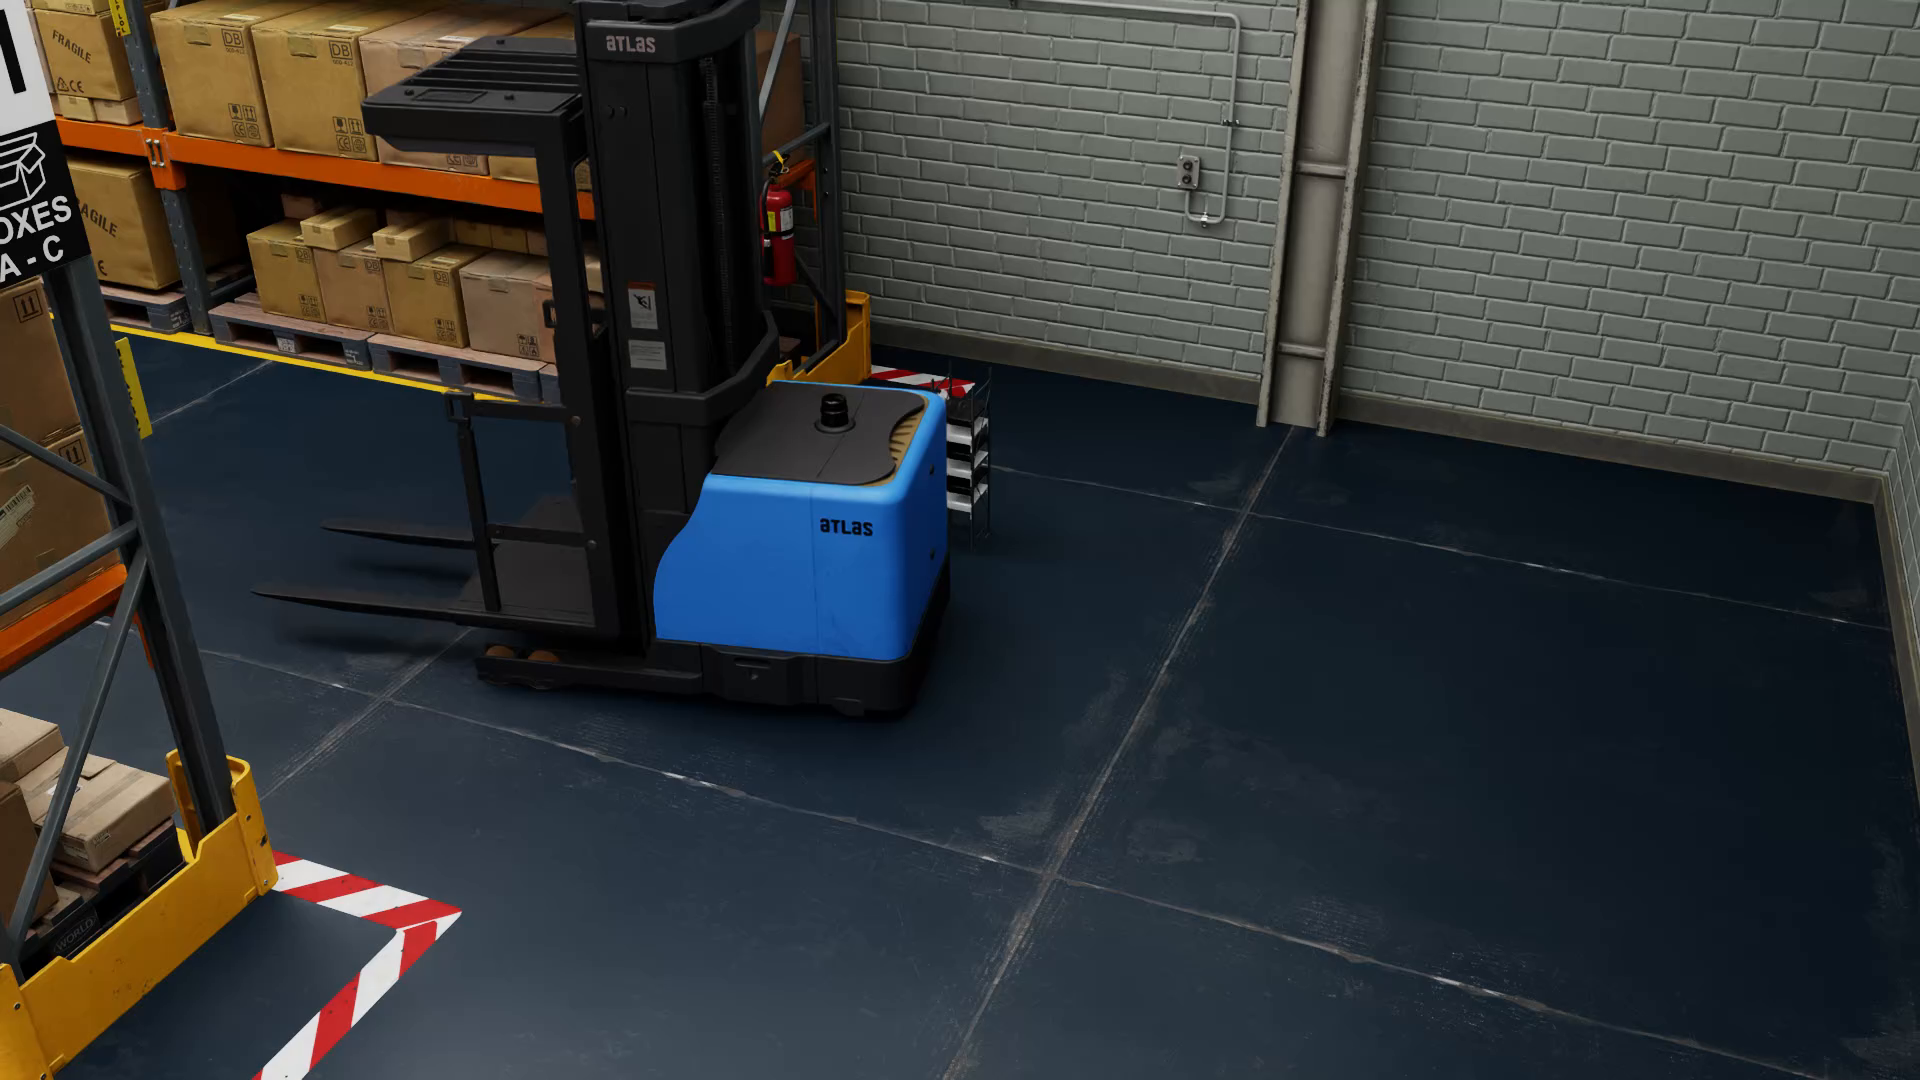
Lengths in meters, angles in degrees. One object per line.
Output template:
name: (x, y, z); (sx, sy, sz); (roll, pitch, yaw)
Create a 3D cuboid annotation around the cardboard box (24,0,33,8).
cardboard box: (-5.619, -3.409, 10.046); (0.500, 0.250, 0.500); (12, 32, 20)

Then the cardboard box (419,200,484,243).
cardboard box: (-3.058, -1.949, 10.104); (0.250, 0.149, 0.380); (12, 31, 20)

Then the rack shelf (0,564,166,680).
rack shelf: (-4.626, 0.111, 5.737); (4.000, 0.370, 1.077); (11, 31, 19)

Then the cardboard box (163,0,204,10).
cardboard box: (-4.952, -3.213, 10.463); (0.500, 0.500, 0.500); (10, 31, 17)

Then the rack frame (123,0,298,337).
rack frame: (-4.620, -2.832, 10.212); (0.127, 3.000, 1.000); (11, 31, 19)

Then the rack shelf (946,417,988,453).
rack shelf: (0.008, -0.518, 7.954); (0.200, 0.077, 0.258); (11, 31, 19)

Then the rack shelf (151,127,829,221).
rack shelf: (-2.767, -2.149, 9.734); (4.000, 0.370, 1.077); (11, 31, 19)

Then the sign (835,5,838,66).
sign: (-0.699, -2.755, 9.116); (0.005, 0.325, 0.100); (11, 31, 19)

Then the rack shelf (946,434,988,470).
rack shelf: (0.008, -0.440, 7.998); (0.200, 0.077, 0.258); (11, 31, 19)

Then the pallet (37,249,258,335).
pallet: (-5.364, -1.726, 11.089); (1.213, 0.211, 1.003); (11, 31, 19)

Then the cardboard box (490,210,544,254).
cardboard box: (-2.584, -1.854, 9.937); (0.250, 0.149, 0.380); (12, 31, 20)

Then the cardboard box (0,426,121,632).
cardboard box: (-3.085, -0.078, 5.238); (0.500, 0.500, 0.500); (12, 32, 20)

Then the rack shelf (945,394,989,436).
rack shelf: (0.008, -0.596, 7.909); (0.200, 0.077, 0.258); (11, 31, 19)

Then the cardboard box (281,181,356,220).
cardboard box: (-4.025, -2.141, 10.444); (0.250, 0.149, 0.380); (11, 31, 19)

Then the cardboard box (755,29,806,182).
cardboard box: (-1.390, -2.312, 8.987); (0.700, 0.700, 0.980); (13, 32, 21)

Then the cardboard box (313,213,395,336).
cardboard box: (-3.502, -1.647, 10.229); (0.500, 0.500, 0.700); (11, 31, 19)

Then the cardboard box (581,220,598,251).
cardboard box: (-2.110, -1.761, 9.771); (0.250, 0.149, 0.380); (12, 31, 20)

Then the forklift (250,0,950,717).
forklift: (-1.613, -0.885, 6.837); (3.031, 2.935, 1.130); (5, 30, 9)

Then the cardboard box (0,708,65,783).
cardboard box: (-3.633, 0.851, 6.044); (0.500, 0.250, 0.500); (11, 31, 19)

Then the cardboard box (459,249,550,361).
cardboard box: (-2.530, -1.456, 9.890); (0.500, 0.500, 0.700); (10, 31, 17)

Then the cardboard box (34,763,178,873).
cardboard box: (-3.031, 0.983, 5.913); (0.250, 0.149, 0.380); (11, 31, 19)

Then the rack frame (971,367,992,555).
rack frame: (0.102, -0.371, 7.993); (0.006, 0.900, 0.240); (11, 31, 19)

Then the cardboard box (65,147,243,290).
cardboard box: (-5.271, -2.140, 10.745); (0.750, 0.750, 0.750); (12, 32, 20)

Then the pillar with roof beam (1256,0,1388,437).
pillar with roof beam: (0.295, -2.635, 3.767); (0.400, 9.000, 9.100); (11, 31, 19)

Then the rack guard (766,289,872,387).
rack guard: (-0.891, -0.999, 9.509); (0.348, 0.500, 1.175); (11, 31, 19)

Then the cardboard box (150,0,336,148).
cardboard box: (-4.124, -2.855, 9.947); (0.700, 0.700, 0.980); (12, 32, 20)

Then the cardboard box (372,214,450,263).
cardboard box: (-3.233, -1.781, 9.806); (0.250, 0.149, 0.380); (10, 31, 18)

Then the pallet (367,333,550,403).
pallet: (-2.811, -1.216, 10.188); (1.213, 0.211, 1.003); (11, 31, 19)

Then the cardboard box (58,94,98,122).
cardboard box: (-5.283, -2.700, 10.214); (0.250, 0.149, 0.380); (12, 32, 20)

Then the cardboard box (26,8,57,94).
cardboard box: (-5.619, -3.074, 10.216); (0.500, 0.500, 0.500); (12, 31, 20)

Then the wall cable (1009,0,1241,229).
wall cable: (0.628, -2.728, 8.996); (1.851, 1.984, 0.084); (11, 31, 19)

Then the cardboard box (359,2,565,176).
cardboard box: (-2.771, -2.587, 9.473); (0.700, 0.700, 0.980); (10, 31, 17)

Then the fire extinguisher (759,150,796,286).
fire extinguisher: (-0.947, -1.657, 8.591); (0.183, 0.674, 0.296); (11, 31, 19)

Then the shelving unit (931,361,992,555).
shelving unit: (0.008, -0.390, 8.026); (0.210, 0.900, 0.258); (11, 31, 19)

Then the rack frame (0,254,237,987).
rack frame: (-2.773, 0.168, 4.905); (0.127, 3.000, 1.000); (11, 31, 19)
